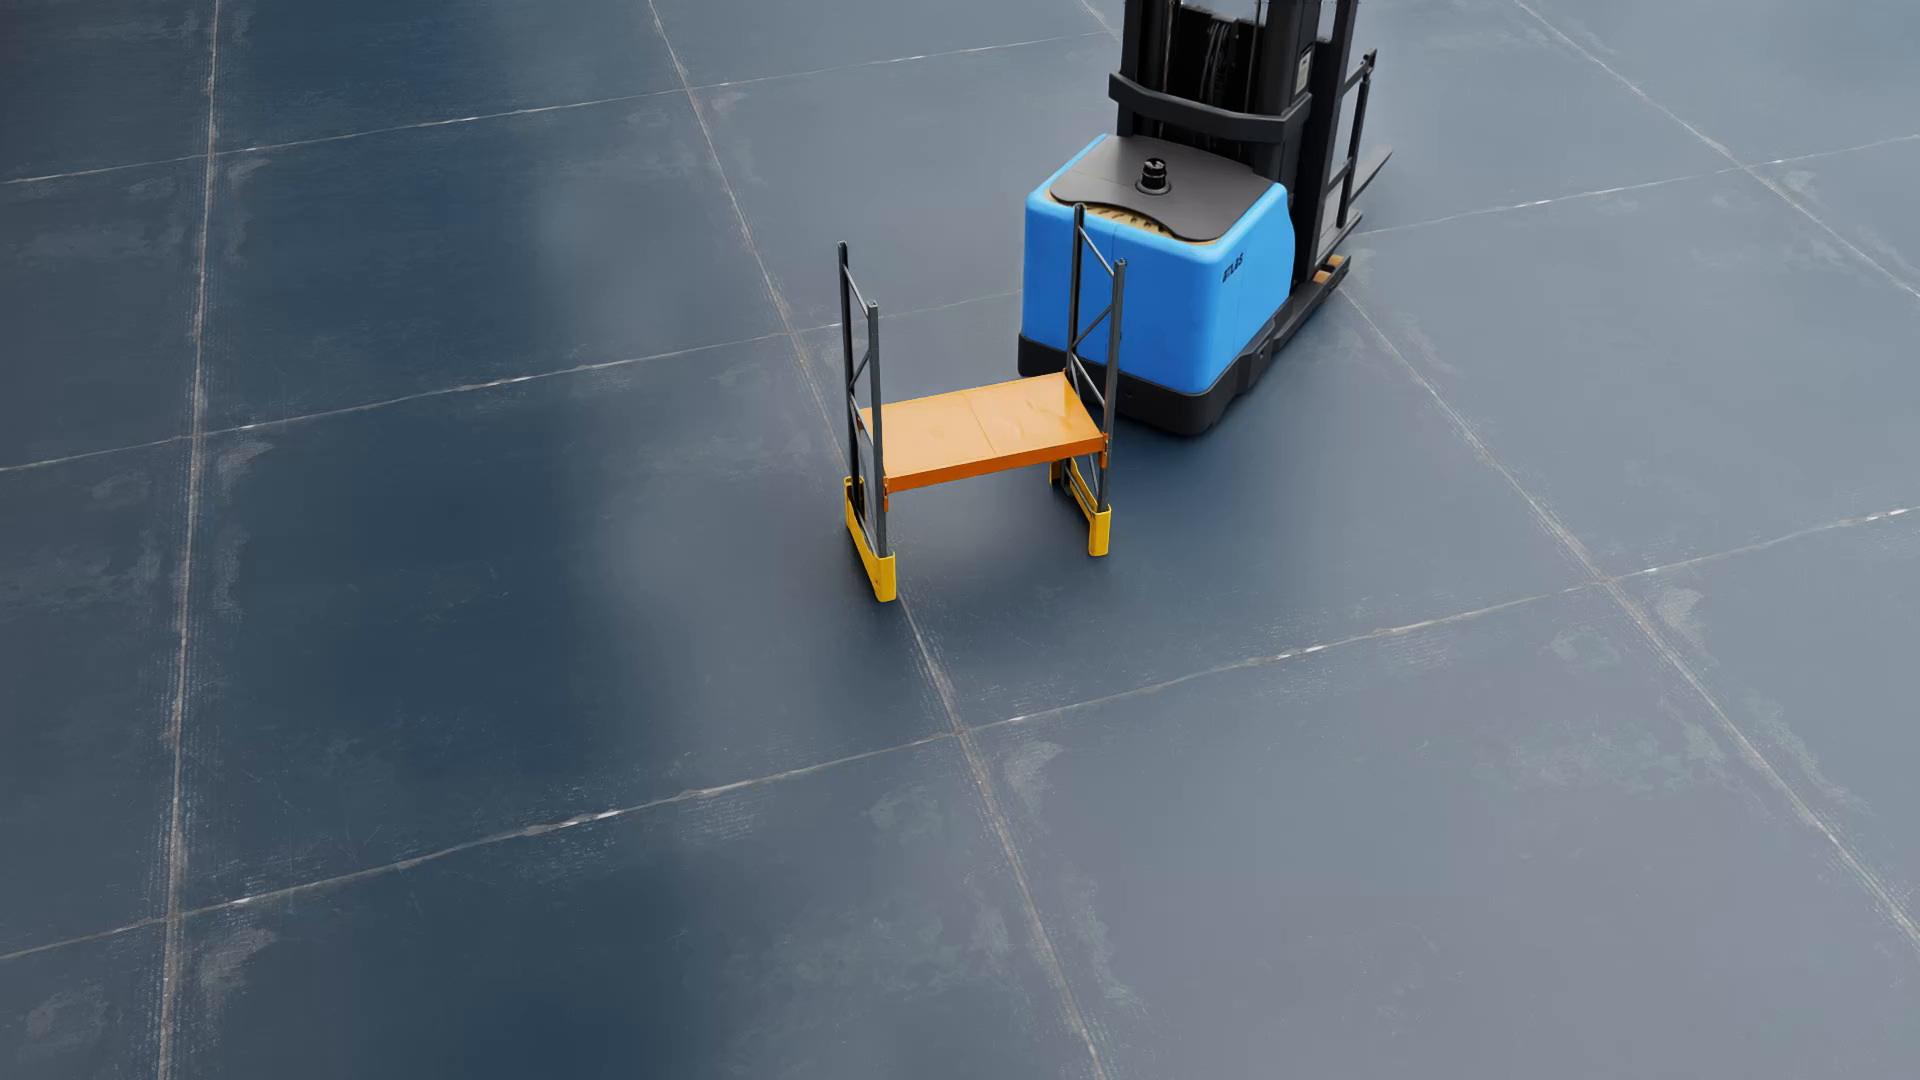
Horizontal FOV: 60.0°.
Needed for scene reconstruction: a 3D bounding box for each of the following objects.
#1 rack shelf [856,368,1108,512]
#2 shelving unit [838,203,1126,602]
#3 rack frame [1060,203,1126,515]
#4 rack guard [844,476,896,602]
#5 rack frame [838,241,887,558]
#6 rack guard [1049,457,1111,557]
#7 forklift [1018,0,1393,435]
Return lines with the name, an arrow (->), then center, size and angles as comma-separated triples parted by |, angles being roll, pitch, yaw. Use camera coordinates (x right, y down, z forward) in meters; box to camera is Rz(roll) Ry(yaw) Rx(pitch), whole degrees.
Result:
rack shelf -> 0.081, -0.446, 7.244 | 1.000, 0.185, 0.538 | -12, 42, -13
shelving unit -> 0.073, -0.580, 7.123 | 1.083, 1.500, 0.587 | -12, 42, -13
rack frame -> 0.566, -0.682, 7.240 | 0.032, 1.500, 0.500 | -12, 42, -13
rack guard -> -0.402, -0.011, 7.422 | 0.087, 0.250, 0.587 | -12, 42, -13
rack frame -> -0.404, -0.481, 7.010 | 0.032, 1.500, 0.500 | -12, 42, -13
rack guard -> 0.548, -0.208, 7.647 | 0.087, 0.250, 0.587 | -12, 42, -13
forklift -> 1.502, -2.558, 8.300 | 1.130, 2.935, 3.031 | 22, 46, 24
